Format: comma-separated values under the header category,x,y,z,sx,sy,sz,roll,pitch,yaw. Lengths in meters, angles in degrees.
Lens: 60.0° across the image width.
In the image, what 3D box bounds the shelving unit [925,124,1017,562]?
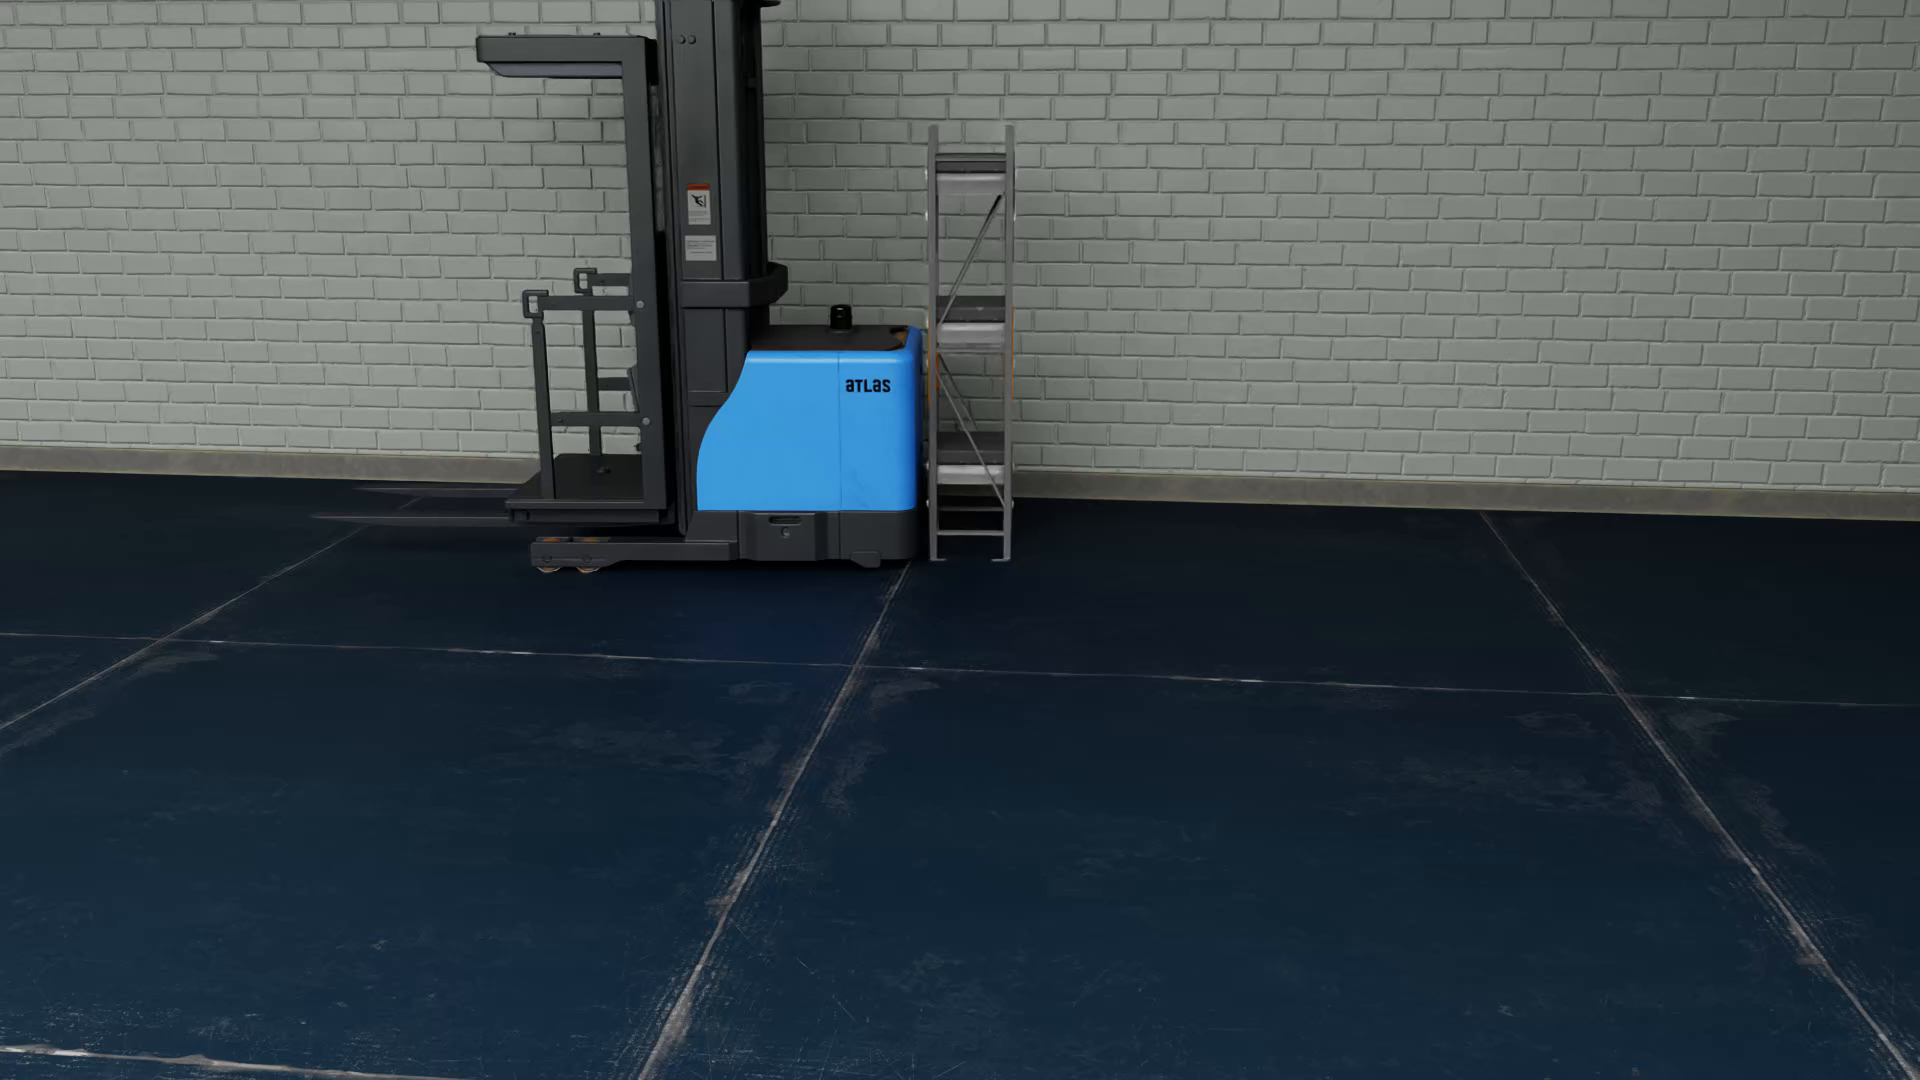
category,x,y,z,sx,sy,sz,roll,pitch,yaw
shelving unit,0.055,-0.973,8.237,0.431,2.100,0.503,0,15,1

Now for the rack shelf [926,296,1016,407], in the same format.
category,x,y,z,sx,sy,sz,roll,pitch,yaw
rack shelf,0.055,-0.960,8.241,0.431,0.518,0.480,0,15,1

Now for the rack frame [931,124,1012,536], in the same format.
category,x,y,z,sx,sy,sz,roll,pitch,yaw
rack frame,0.058,-1.037,8.473,0.400,2.100,0.015,0,15,1

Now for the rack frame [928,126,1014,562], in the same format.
category,x,y,z,sx,sy,sz,roll,pitch,yaw
rack frame,0.051,-0.909,8.002,0.400,2.100,0.015,0,15,1

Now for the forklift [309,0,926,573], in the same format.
category,x,y,z,sx,sy,sz,roll,pitch,yaw
forklift,-1.706,-1.393,8.199,3.031,2.935,1.130,0,15,1

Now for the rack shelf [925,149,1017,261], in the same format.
category,x,y,z,sx,sy,sz,roll,pitch,yaw
rack shelf,0.055,-1.635,8.058,0.431,0.518,0.480,0,15,1

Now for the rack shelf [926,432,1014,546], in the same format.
category,x,y,z,sx,sy,sz,roll,pitch,yaw
rack shelf,0.055,-0.284,8.424,0.431,0.518,0.480,0,15,1
